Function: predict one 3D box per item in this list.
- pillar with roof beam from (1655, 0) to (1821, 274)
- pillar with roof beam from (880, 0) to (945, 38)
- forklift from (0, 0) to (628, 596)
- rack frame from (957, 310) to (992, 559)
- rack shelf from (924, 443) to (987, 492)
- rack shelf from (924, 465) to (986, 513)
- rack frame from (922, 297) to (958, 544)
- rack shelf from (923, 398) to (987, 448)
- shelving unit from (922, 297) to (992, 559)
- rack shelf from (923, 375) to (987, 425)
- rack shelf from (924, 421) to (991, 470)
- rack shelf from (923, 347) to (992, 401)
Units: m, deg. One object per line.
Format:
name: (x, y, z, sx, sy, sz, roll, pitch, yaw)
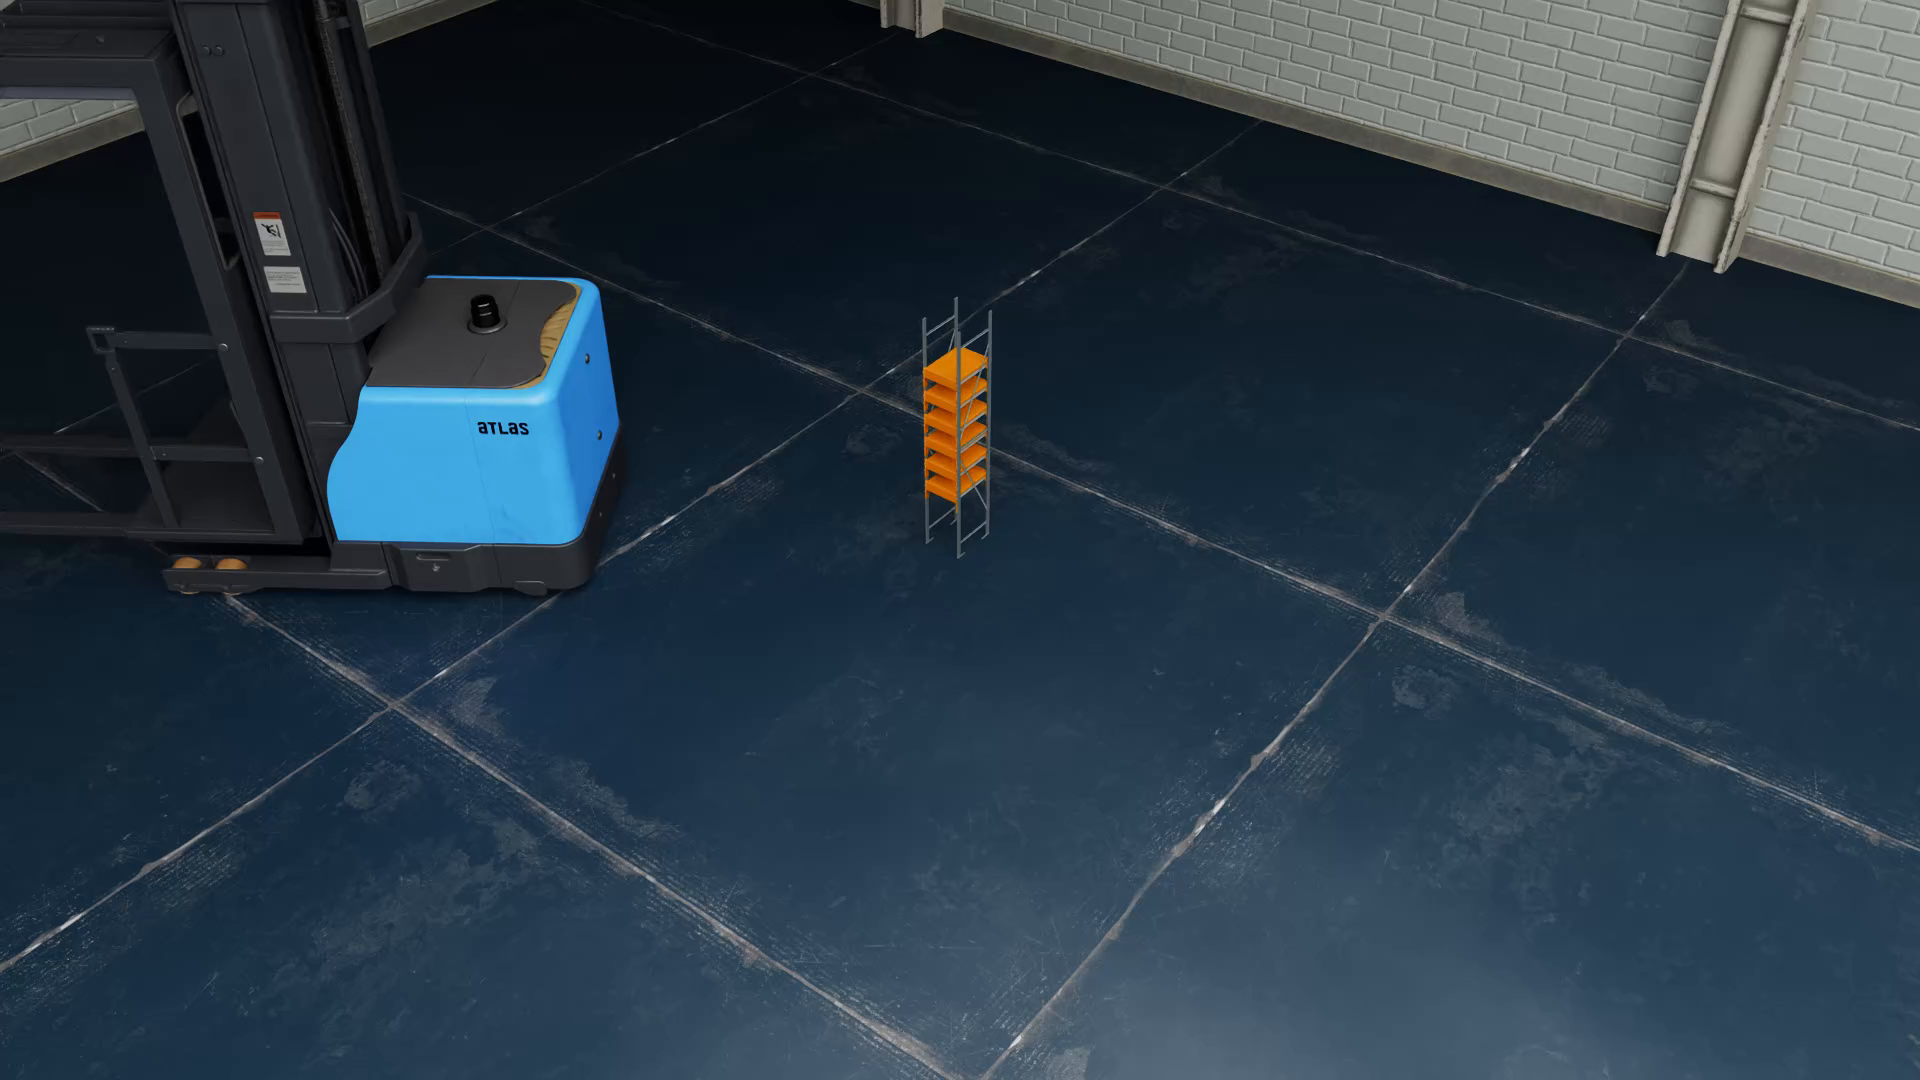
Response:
pillar with roof beam: (1.787, -3.143, 4.465, 0.400, 9.000, 9.100, 25, 45, 29)
pillar with roof beam: (-2.979, -5.390, 7.335, 0.400, 9.000, 9.100, 25, 45, 29)
forklift: (-3.145, -1.232, 6.947, 3.031, 2.935, 1.130, 1, 38, 2)
rack frame: (0.061, -0.444, 7.343, 0.006, 1.200, 0.240, 25, 45, 29)
rack shelf: (-0.011, -0.348, 7.488, 0.180, 0.103, 0.258, 25, 45, 29)
rack shelf: (-0.011, -0.254, 7.562, 0.180, 0.103, 0.258, 25, 45, 29)
rack frame: (-0.084, -0.512, 7.431, 0.006, 1.200, 0.240, 25, 45, 29)
rack shelf: (-0.012, -0.537, 7.340, 0.180, 0.103, 0.258, 25, 45, 29)
shelving unit: (-0.012, -0.478, 7.387, 0.189, 1.200, 0.258, 25, 45, 29)
rack shelf: (-0.012, -0.632, 7.266, 0.180, 0.103, 0.258, 25, 45, 29)
rack shelf: (-0.012, -0.443, 7.414, 0.180, 0.103, 0.258, 25, 45, 29)
rack shelf: (-0.012, -0.726, 7.193, 0.180, 0.103, 0.258, 25, 45, 29)
